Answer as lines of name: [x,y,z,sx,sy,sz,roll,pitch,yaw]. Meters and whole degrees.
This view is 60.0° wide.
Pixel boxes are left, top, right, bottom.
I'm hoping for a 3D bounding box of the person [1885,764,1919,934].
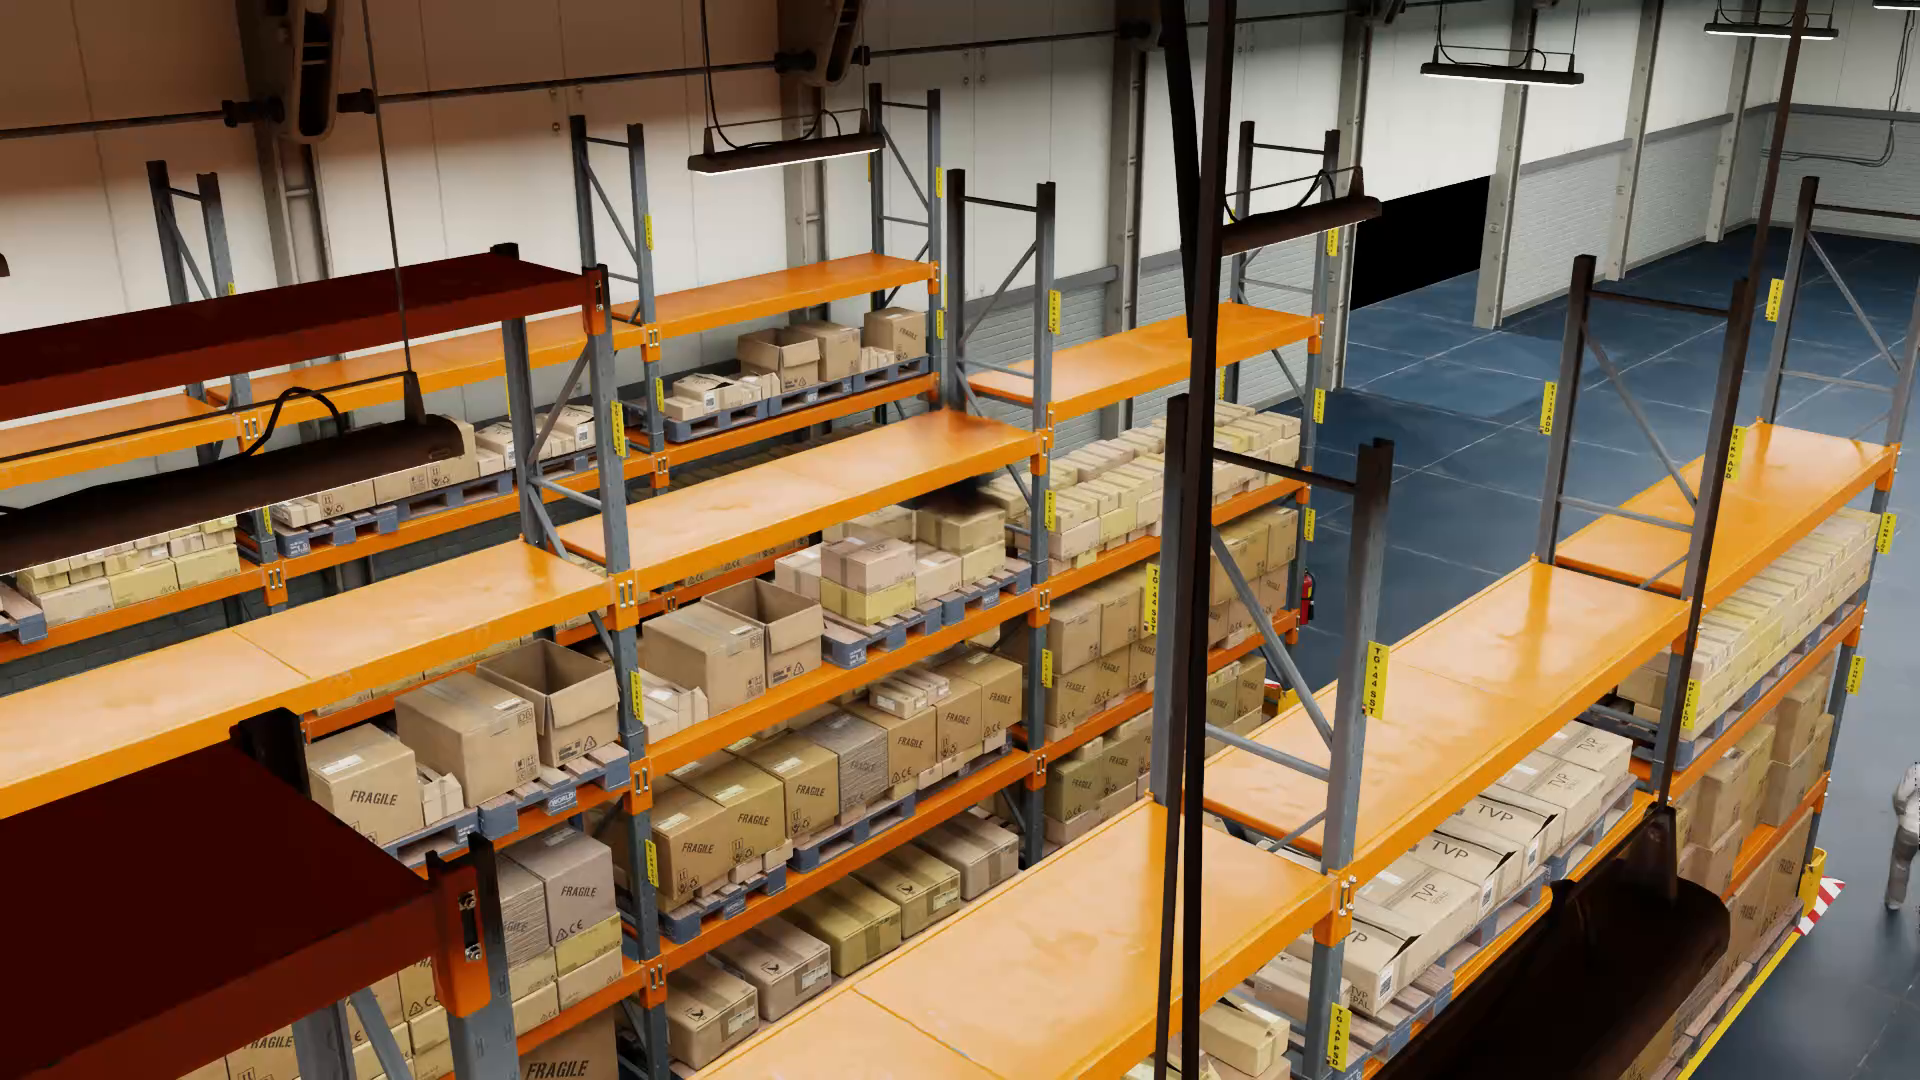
person: [7.856,2.358,13.496,0.681,1.794,0.824,6,22,16]
